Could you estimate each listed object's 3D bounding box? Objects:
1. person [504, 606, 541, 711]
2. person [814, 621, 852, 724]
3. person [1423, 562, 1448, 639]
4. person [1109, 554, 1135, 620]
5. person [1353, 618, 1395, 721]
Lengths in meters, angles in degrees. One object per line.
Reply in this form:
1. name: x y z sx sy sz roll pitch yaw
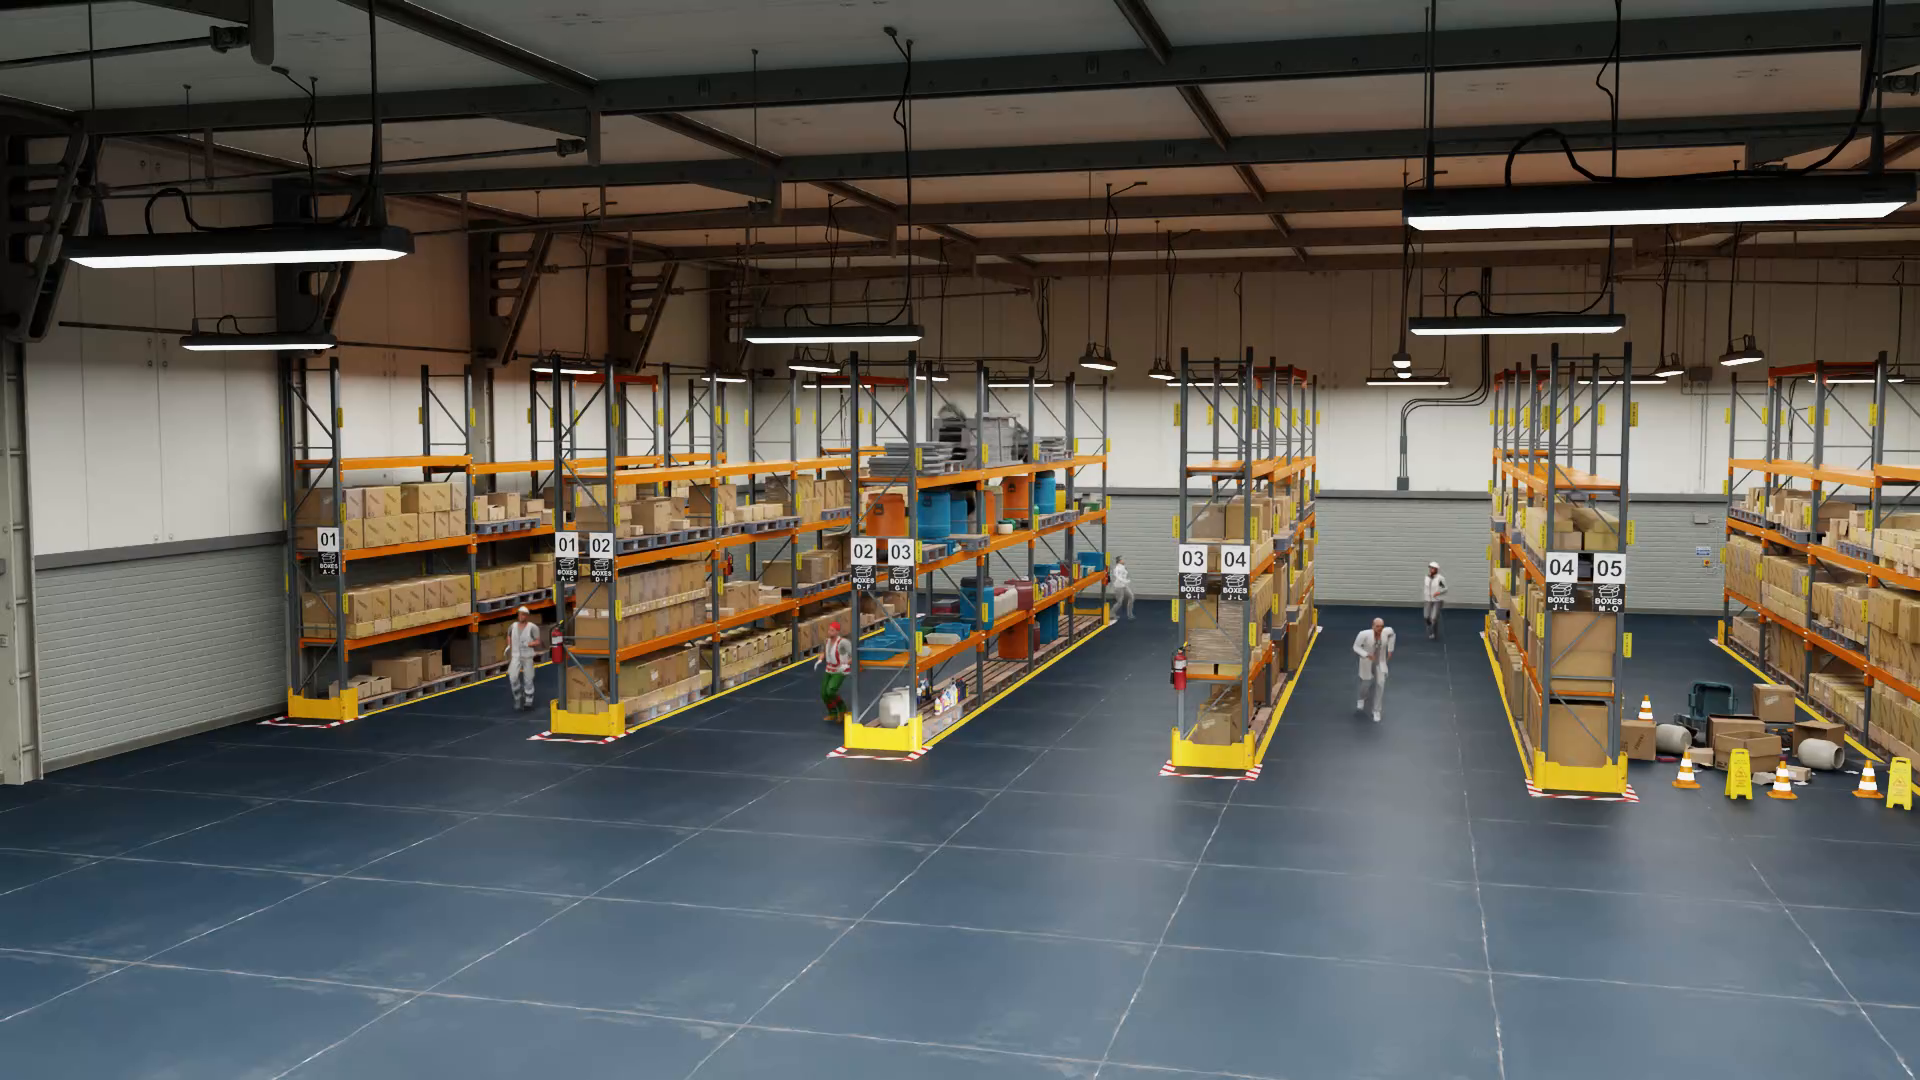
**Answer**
1. person: -7.479 2.025 28.385 0.641 1.778 0.694 0 4 -1
2. person: -2.028 2.162 27.127 0.758 1.692 0.646 3 5 37
3. person: 10.761 1.372 37.710 0.600 1.743 0.607 3 5 39
4. person: 3.999 1.193 41.254 0.676 1.706 0.613 2 4 20
5. person: 6.903 2.130 27.930 0.755 1.743 1.067 0 4 -5
